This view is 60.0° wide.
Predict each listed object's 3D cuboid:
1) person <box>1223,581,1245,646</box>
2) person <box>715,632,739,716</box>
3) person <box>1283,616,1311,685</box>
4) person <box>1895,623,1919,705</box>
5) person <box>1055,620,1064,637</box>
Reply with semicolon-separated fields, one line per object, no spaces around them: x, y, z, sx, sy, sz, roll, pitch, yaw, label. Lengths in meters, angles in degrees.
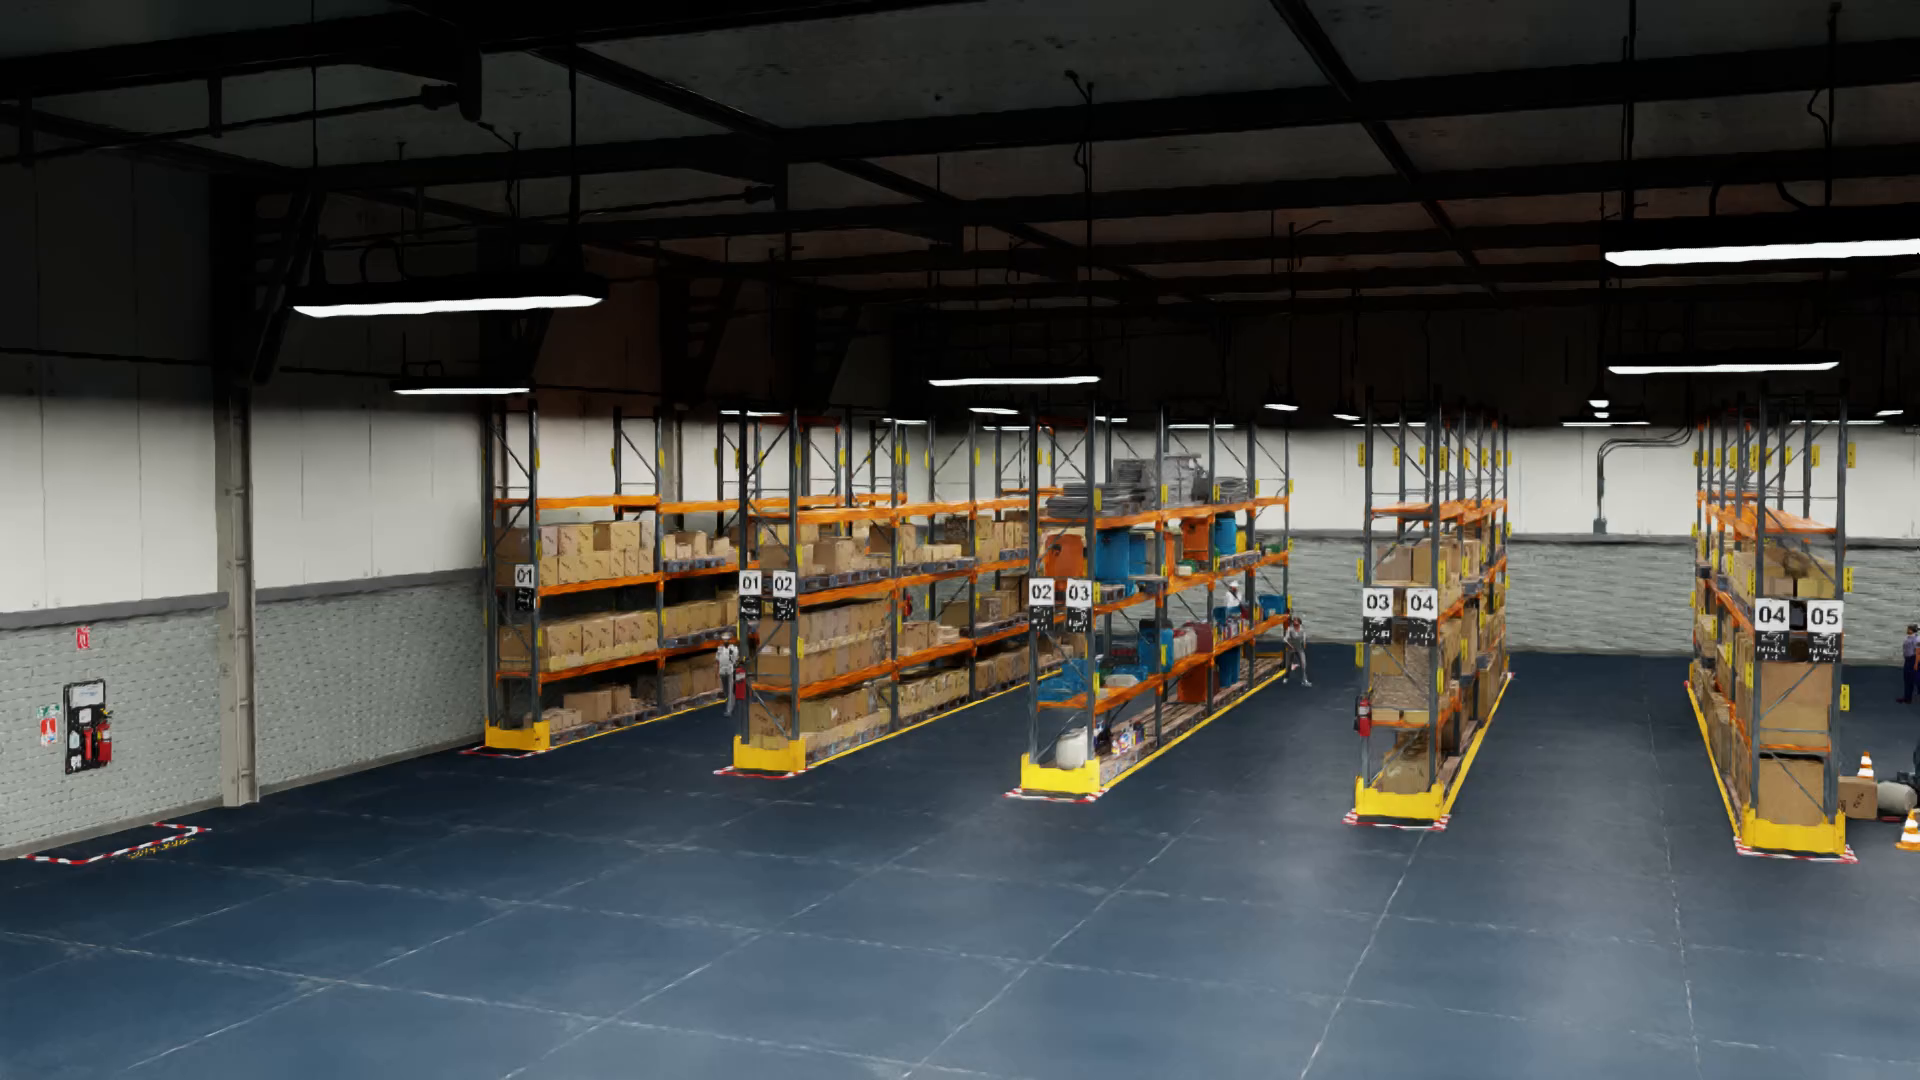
7.339;1.949;44.602;0.577;1.734;0.951;0;3;-1;person
-4.530;2.582;32.372;0.448;1.614;0.995;1;3;14;person
7.401;2.419;36.652;0.568;1.528;0.779;0;3;2;person
19.414;2.513;33.856;0.483;1.631;0.604;1;3;14;person
2.640;1.948;45.215;0.397;1.647;0.559;3;4;43;person
